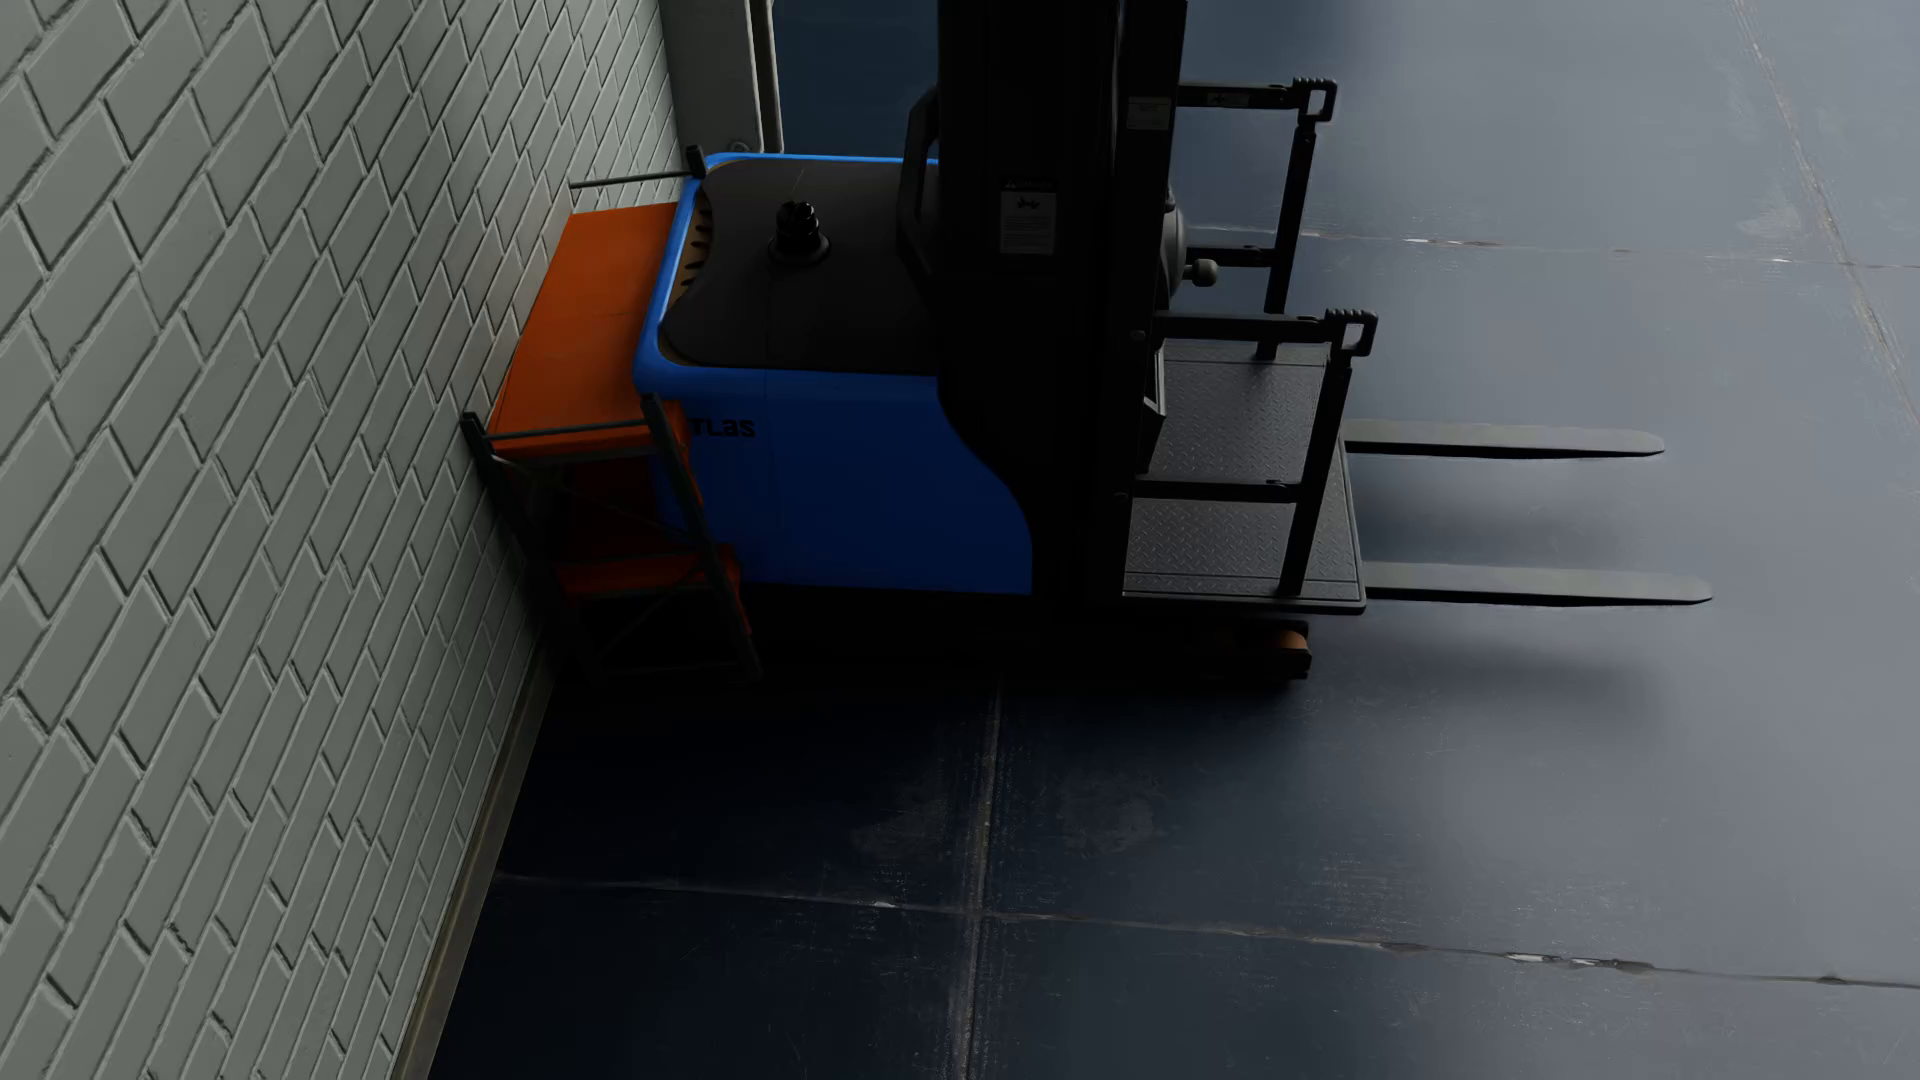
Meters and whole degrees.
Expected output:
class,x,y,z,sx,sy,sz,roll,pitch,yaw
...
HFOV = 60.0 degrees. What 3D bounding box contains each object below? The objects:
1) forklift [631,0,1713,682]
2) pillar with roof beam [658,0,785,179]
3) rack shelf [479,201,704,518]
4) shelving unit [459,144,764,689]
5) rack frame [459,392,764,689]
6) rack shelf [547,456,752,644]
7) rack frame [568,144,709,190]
class,x,y,z,sx,sy,sz,roll,pitch,yaw
forklift,0.682,-0.980,4.160,3.031,2.935,1.130,2,48,2
pillar with roof beam,3.431,-4.056,2.861,9.100,9.000,0.400,4,48,4
rack shelf,-0.940,-0.524,4.565,0.538,0.278,1.000,-5,48,6
shelving unit,-0.899,-0.332,4.781,0.538,1.125,1.048,-5,48,6
rack frame,-0.898,0.048,4.443,0.500,1.125,0.032,-5,48,6
rack shelf,-0.865,-0.171,4.962,0.538,0.278,1.000,-5,48,6
rack frame,-0.901,-0.711,5.119,0.500,1.125,0.032,-5,48,6
